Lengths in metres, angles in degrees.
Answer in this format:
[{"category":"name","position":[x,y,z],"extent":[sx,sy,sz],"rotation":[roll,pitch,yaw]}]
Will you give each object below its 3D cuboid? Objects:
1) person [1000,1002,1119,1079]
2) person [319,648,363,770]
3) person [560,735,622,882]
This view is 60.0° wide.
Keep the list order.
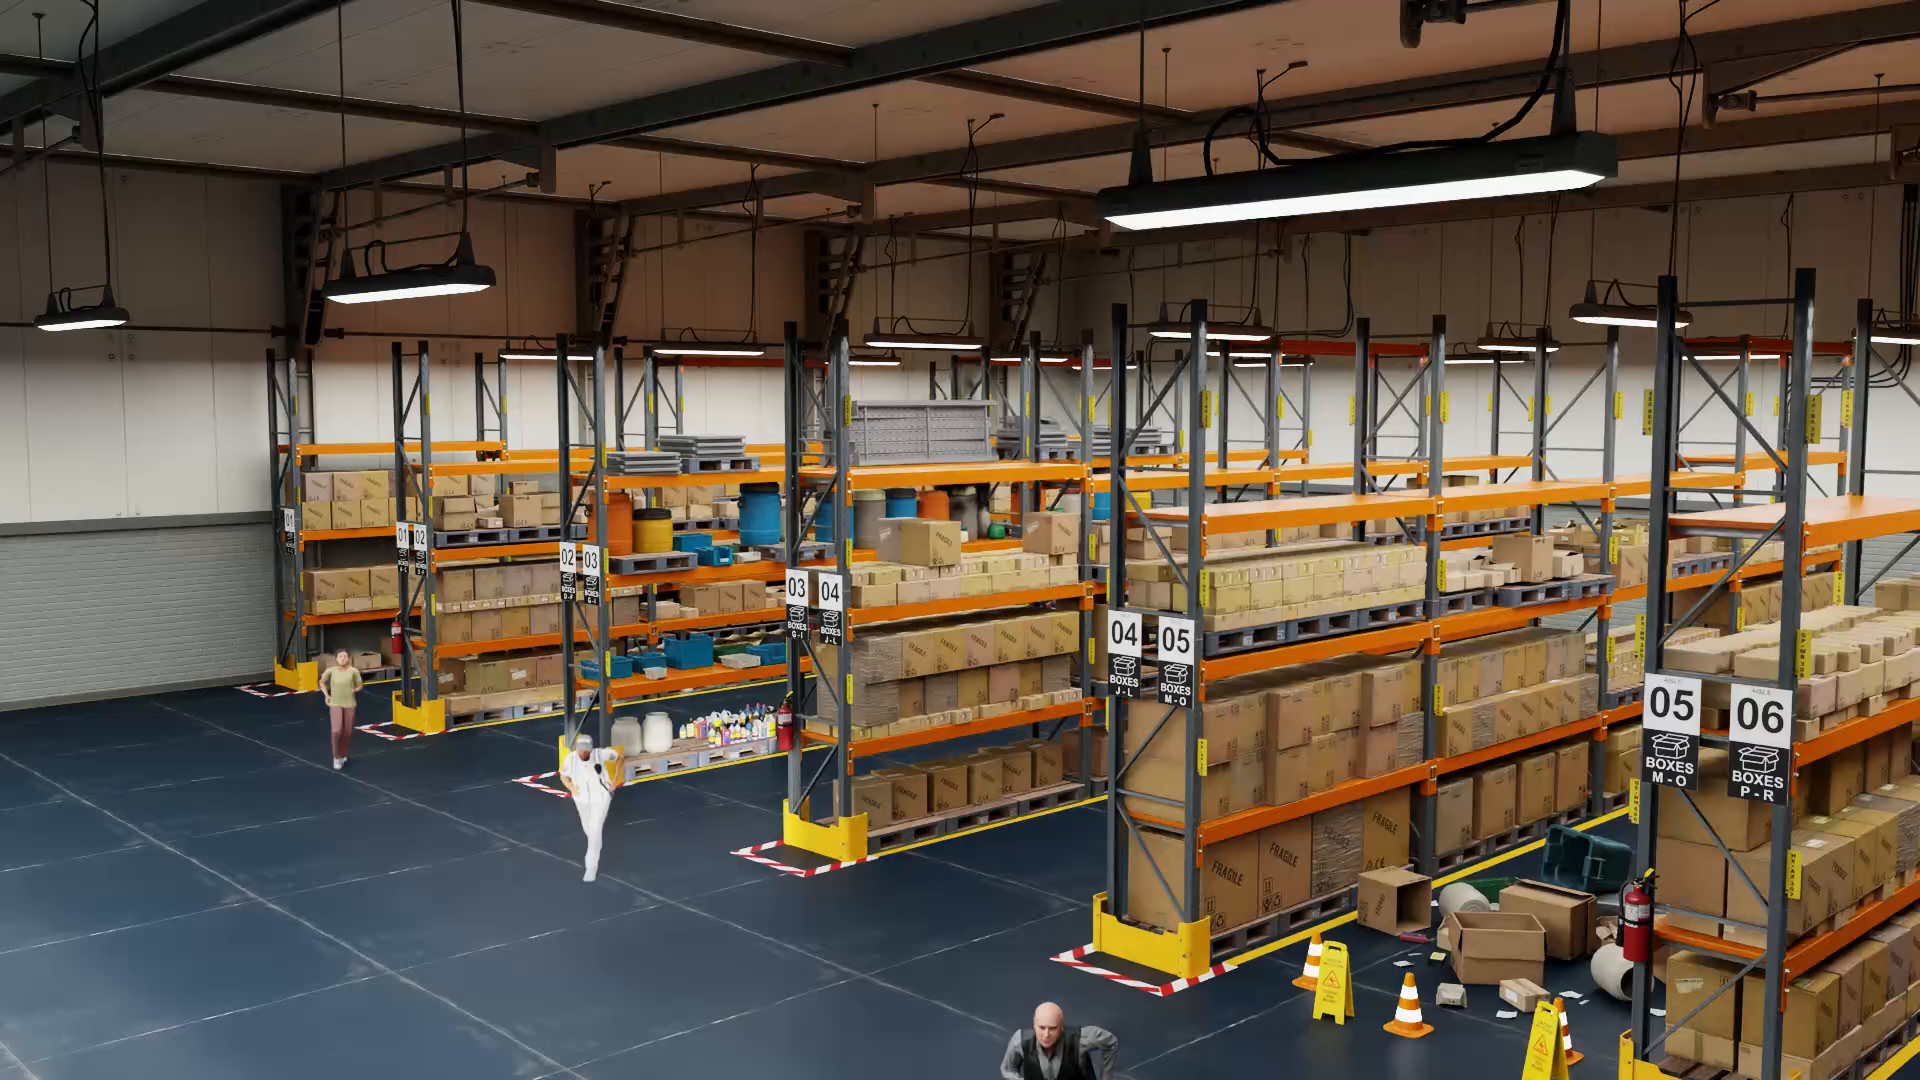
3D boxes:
[{"category":"person","position":[0.617,3.502,10.101],"extent":[0.701,1.682,0.994],"rotation":[1,5,11]},{"category":"person","position":[-8.581,2.340,23.112],"extent":[0.551,1.684,0.677],"rotation":[-2,6,-26]},{"category":"person","position":[-3.986,2.850,18.060],"extent":[0.649,1.622,1.033],"rotation":[0,5,-4]}]
